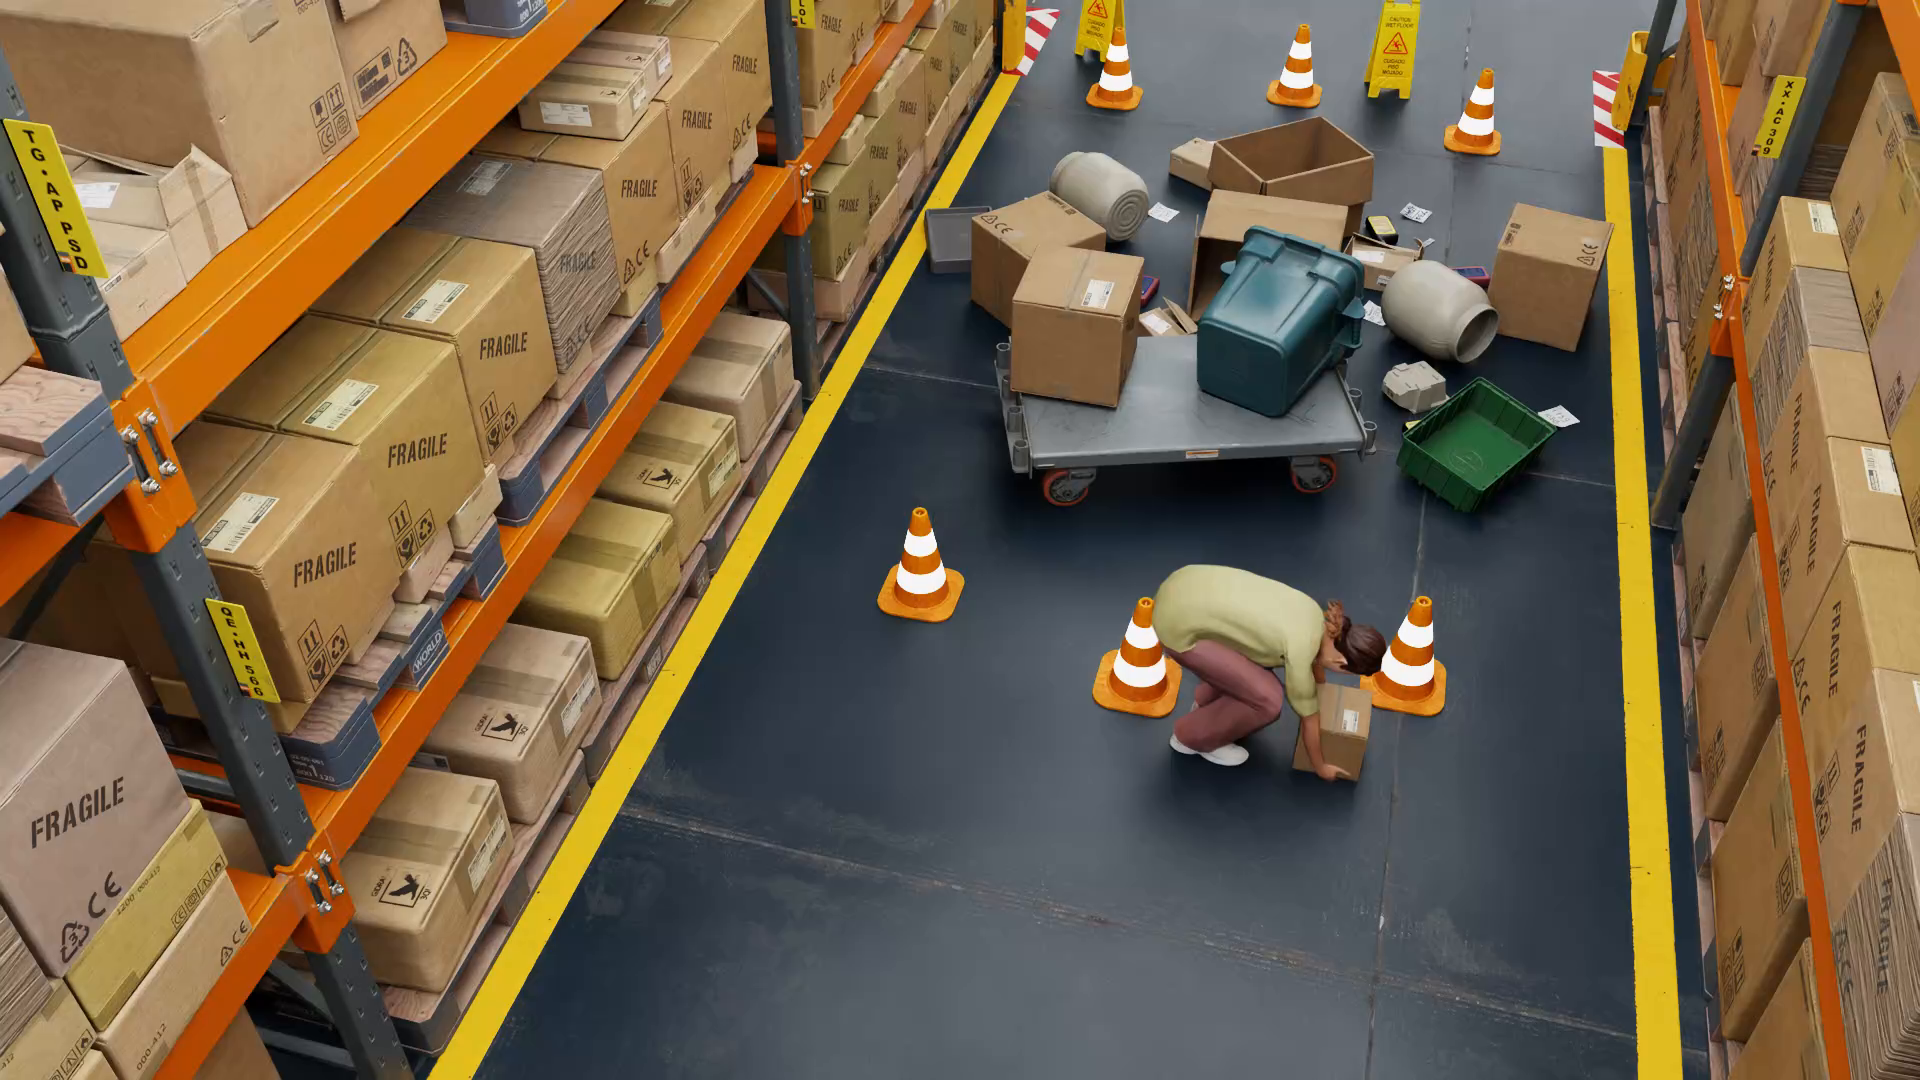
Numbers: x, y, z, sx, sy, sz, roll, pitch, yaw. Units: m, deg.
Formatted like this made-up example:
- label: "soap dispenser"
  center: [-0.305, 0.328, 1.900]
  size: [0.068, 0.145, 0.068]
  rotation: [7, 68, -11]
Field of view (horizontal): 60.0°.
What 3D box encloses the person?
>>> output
- label: "person"
  center: [1.141, 0.487, 6.281]
  size: [0.861, 0.819, 0.463]
  rotation: [9, 42, 10]
